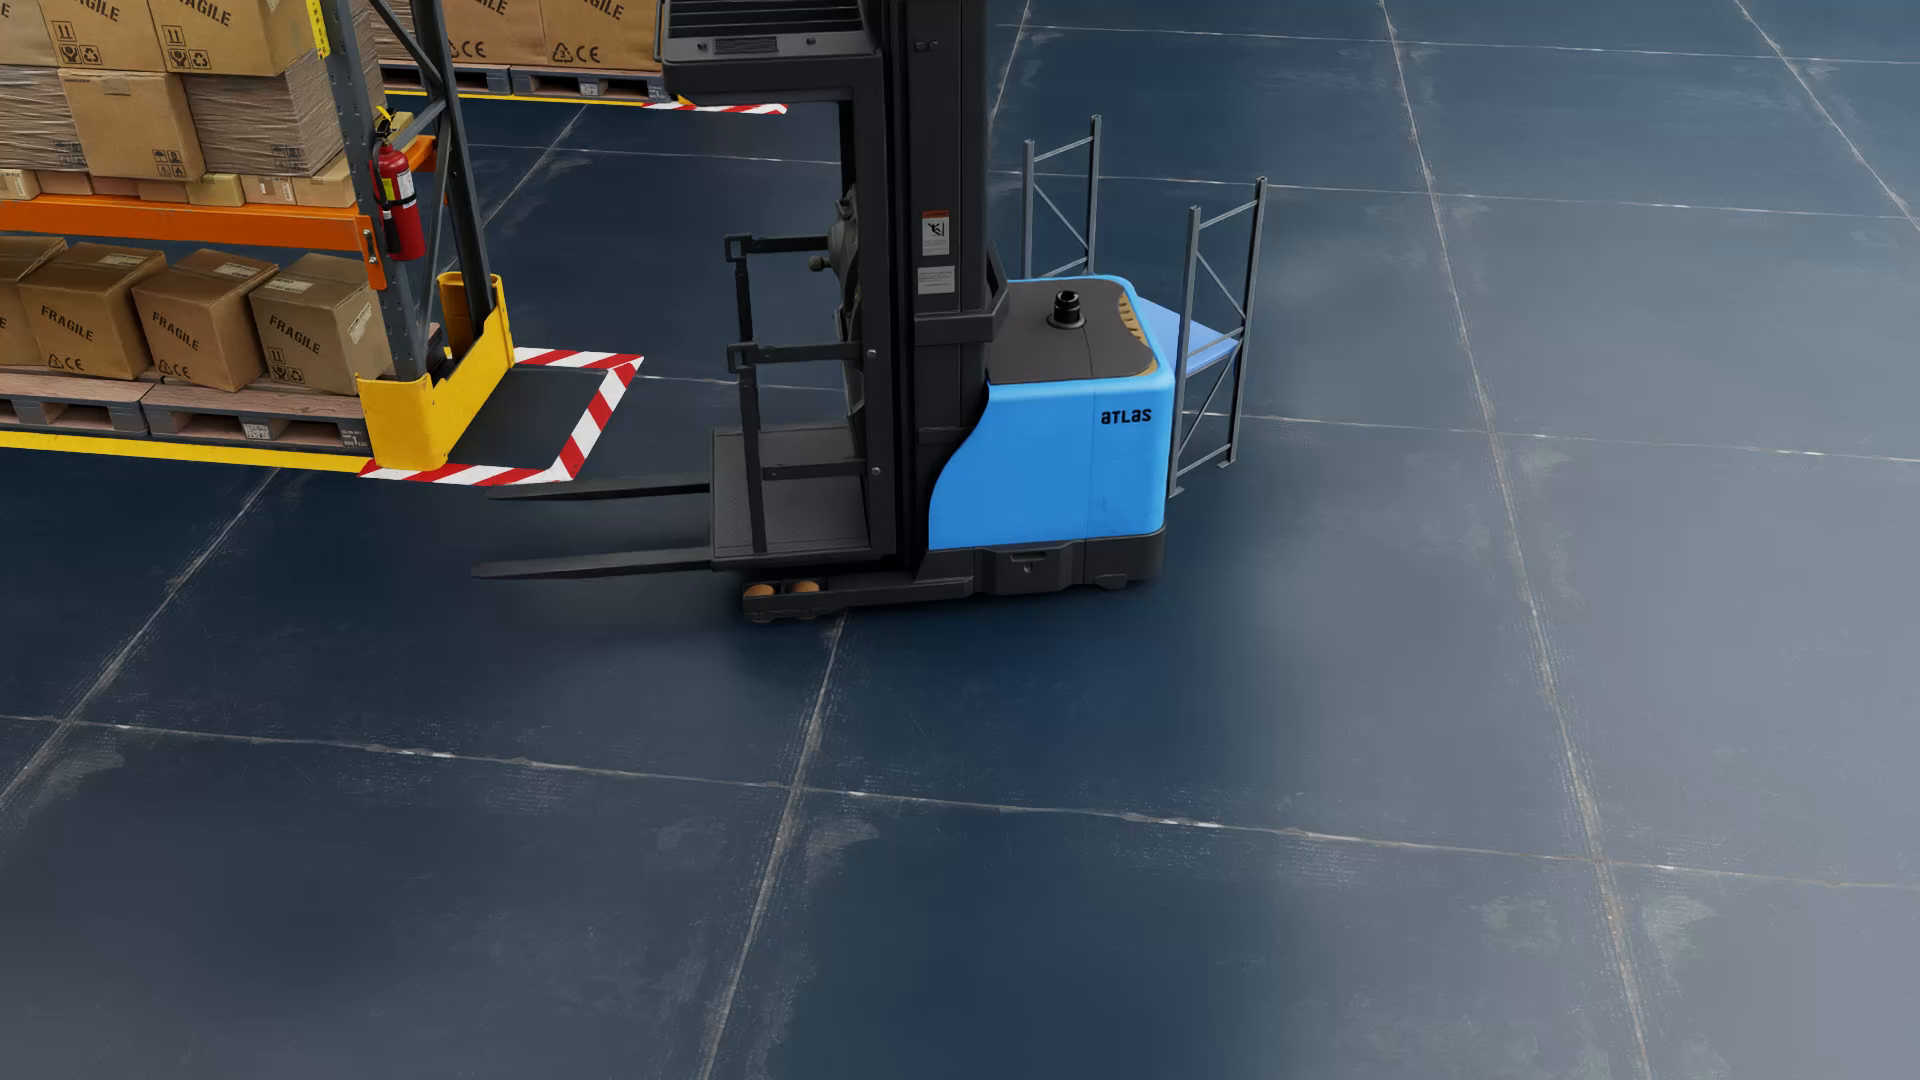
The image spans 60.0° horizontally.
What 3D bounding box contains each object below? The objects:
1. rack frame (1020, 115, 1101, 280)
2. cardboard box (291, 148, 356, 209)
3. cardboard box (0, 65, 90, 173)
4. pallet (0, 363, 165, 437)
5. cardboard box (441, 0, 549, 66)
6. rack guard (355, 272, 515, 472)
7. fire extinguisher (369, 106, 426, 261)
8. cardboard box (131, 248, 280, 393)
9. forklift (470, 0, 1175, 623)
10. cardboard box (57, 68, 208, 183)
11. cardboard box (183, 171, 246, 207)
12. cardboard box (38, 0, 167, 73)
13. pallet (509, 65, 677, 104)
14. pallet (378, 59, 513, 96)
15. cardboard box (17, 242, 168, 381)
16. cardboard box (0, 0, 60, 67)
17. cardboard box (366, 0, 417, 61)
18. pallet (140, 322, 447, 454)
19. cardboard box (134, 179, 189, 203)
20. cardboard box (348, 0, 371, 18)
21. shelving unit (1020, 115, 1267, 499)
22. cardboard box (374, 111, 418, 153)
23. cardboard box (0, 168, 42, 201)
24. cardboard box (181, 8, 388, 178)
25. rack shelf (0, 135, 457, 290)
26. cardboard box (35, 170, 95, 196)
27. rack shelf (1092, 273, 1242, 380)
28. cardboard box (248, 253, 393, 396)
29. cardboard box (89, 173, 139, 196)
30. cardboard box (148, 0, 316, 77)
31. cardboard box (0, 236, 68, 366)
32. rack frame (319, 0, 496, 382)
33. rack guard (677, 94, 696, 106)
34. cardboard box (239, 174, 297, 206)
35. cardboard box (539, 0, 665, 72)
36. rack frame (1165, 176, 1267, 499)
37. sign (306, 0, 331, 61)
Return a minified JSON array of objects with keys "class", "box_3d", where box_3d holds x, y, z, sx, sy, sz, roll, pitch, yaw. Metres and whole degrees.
[{"class":"rack frame","box_3d":[0.490,-1.347,8.346,0.500,1.500,0.032,-28,44,-34]},{"class":"cardboard box","box_3d":[-2.909,-1.699,7.765,0.250,0.149,0.380,4,36,6]},{"class":"cardboard box","box_3d":[-4.144,-2.147,7.834,0.500,0.500,0.875,4,36,6]},{"class":"pallet","box_3d":[-4.684,-0.942,8.888,1.213,0.211,1.003,4,36,6]},{"class":"cardboard box","box_3d":[-3.422,-4.132,12.425,0.875,0.875,0.875,4,36,5]},{"class":"rack guard","box_3d":[-2.676,-0.887,8.563,0.348,0.500,1.175,4,36,6]},{"class":"fire extinguisher","box_3d":[-2.545,-1.594,7.468,0.183,0.674,0.296,4,36,6]},{"class":"cardboard box","box_3d":[-3.815,-1.133,8.546,0.500,0.500,0.500,14,38,18]},{"class":"forklift","box_3d":[-0.647,-1.159,6.850,3.031,2.935,1.130,-4,36,-6]},{"class":"cardboard box","box_3d":[-3.654,-2.085,7.748,0.500,0.500,0.875,4,36,6]},{"class":"cardboard box","box_3d":[-3.412,-1.707,7.776,0.250,0.149,0.380,4,36,6]},{"class":"cardboard box","box_3d":[-3.674,-2.400,7.328,0.500,0.500,0.500,4,36,6]},{"class":"pallet","box_3d":[-2.671,-3.629,12.653,1.213,0.211,1.003,4,36,6]},{"class":"pallet","box_3d":[-3.878,-3.720,12.781,1.213,0.211,1.003,4,36,6]},{"class":"cardboard box","box_3d":[-4.433,-1.190,8.626,0.500,0.500,0.500,7,36,10]},{"class":"cardboard box","box_3d":[-4.170,-2.438,7.382,0.500,0.500,0.500,4,36,6]},{"class":"cardboard box","box_3d":[-4.326,-4.200,12.521,0.875,0.875,0.875,5,36,6]},{"class":"pallet","box_3d":[-3.477,-0.850,8.760,1.213,0.211,1.003,4,36,6]},{"class":"cardboard box","box_3d":[-3.658,-1.734,7.814,0.250,0.149,0.380,4,36,6]},{"class":"cardboard box","box_3d":[-3.111,-2.666,7.700,0.500,0.500,0.500,4,36,6]},{"class":"shelving unit","box_3d":[0.836,-1.130,8.043,0.538,1.500,1.048,-28,44,-34]},{"class":"cardboard box","box_3d":[-2.853,-1.955,8.124,0.250,0.149,0.380,4,36,6]},{"class":"cardboard box","box_3d":[-4.410,-1.750,7.836,0.250,0.149,0.380,4,36,6]},{"class":"cardboard box","box_3d":[-3.142,-2.118,7.793,0.500,0.500,0.875,4,36,6]},{"class":"rack shelf","box_3d":[-4.584,-1.754,8.245,4.000,0.370,1.077,4,36,6]},{"class":"cardboard box","box_3d":[-4.151,-1.782,7.881,0.250,0.149,0.380,4,36,6]},{"class":"rack shelf","box_3d":[0.836,-0.984,8.147,0.538,0.185,1.000,-28,44,-34]},{"class":"cardboard box","box_3d":[-3.218,-1.109,8.511,0.500,0.500,0.500,11,37,15]},{"class":"cardboard box","box_3d":[-3.900,-1.777,7.873,0.250,0.149,0.380,4,36,6]},{"class":"cardboard box","box_3d":[-3.177,-2.366,7.281,0.500,0.500,0.500,4,36,6]},{"class":"cardboard box","box_3d":[-4.981,-1.257,8.720,0.500,0.500,0.500,1,36,2]},{"class":"rack frame","box_3d":[-2.600,-1.899,7.829,0.127,3.000,1.000,4,36,6]},{"class":"rack guard","box_3d":[-1.844,-3.730,12.547,0.348,0.500,1.175,4,36,6]},{"class":"cardboard box","box_3d":[-3.157,-1.718,7.791,0.250,0.149,0.380,4,36,6]},{"class":"cardboard box","box_3d":[-2.549,-4.068,12.335,0.875,0.875,0.875,4,36,6]},{"class":"rack frame","box_3d":[1.182,-0.914,7.740,0.500,1.500,0.032,-28,44,-34]},{"class":"sign","box_3d":[-2.691,-2.181,6.955,0.005,0.325,0.100,4,36,6]}]
